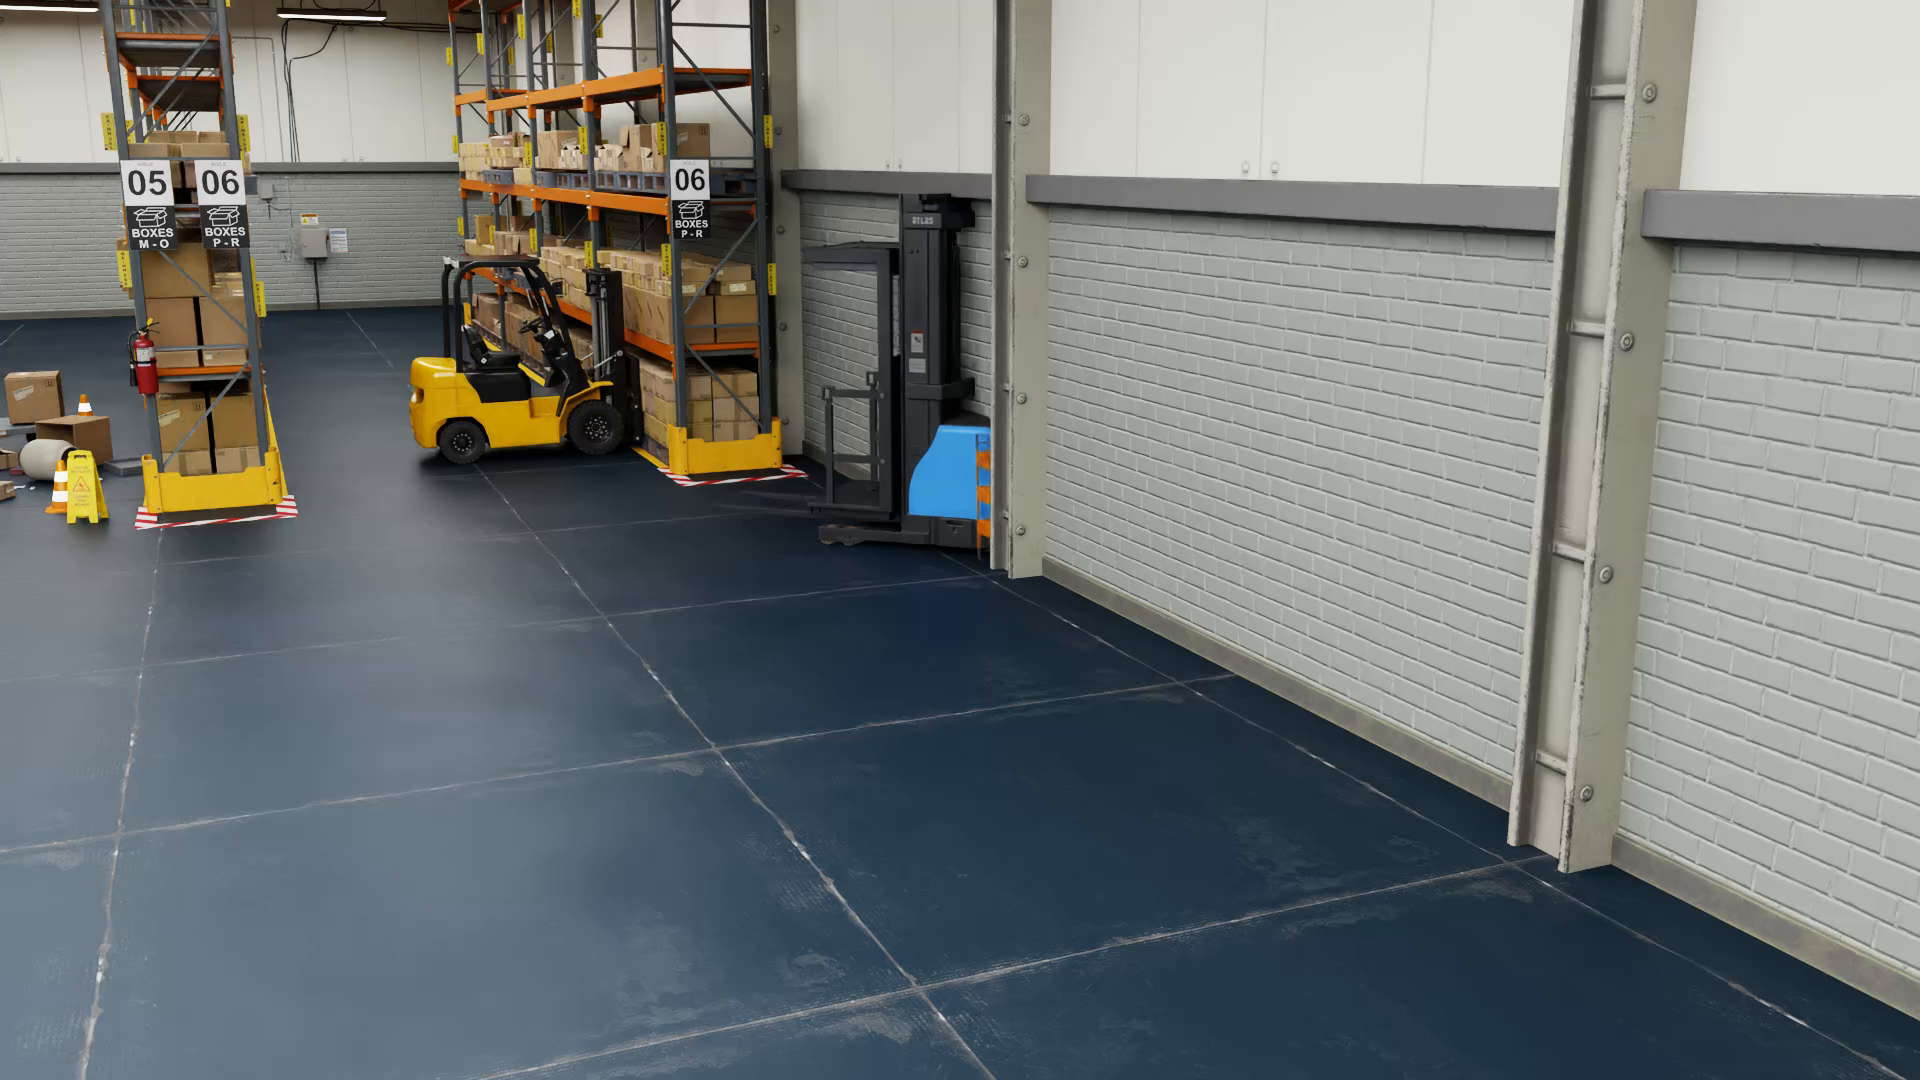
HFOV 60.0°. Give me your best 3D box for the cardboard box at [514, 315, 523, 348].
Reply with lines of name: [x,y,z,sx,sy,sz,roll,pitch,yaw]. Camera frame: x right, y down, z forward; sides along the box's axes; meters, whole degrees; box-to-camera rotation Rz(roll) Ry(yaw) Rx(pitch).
cardboard box: [-6.890,-3.359,26.843,0.500,0.500,0.500,-6,14,-25]

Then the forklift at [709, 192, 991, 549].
forklift: [-0.688,-1.481,14.270,3.031,2.935,1.130,4,14,18]

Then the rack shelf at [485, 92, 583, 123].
rack shelf: [-6.495,-6.669,25.711,1.077,0.370,4.000,-6,14,-23]

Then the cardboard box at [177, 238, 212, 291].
cardboard box: [-7.636,-2.649,16.062,0.700,0.500,0.500,-5,14,-22]

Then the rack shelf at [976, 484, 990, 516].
rack shelf: [0.280,-0.316,13.447,0.215,0.259,0.240,-7,15,-23]

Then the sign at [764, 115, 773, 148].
sign: [-1.978,-4.201,17.100,0.100,0.325,0.005,-6,14,-23]

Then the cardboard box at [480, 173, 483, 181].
cardboard box: [-8.186,-6.359,29.099,0.380,0.149,0.250,-5,14,-22]

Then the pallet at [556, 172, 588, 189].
pallet: [-4.889,-4.885,22.591,1.003,0.211,1.213,-5,14,-20]

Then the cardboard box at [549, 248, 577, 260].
cardboard box: [-5.601,-4.045,23.535,0.380,0.149,0.250,-5,14,-21]

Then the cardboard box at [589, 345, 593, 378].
cardboard box: [-4.311,-2.207,21.587,0.875,0.625,0.625,-5,14,-20]

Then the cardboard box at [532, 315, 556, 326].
cardboard box: [-6.261,-3.314,25.211,0.380,0.149,0.250,-6,15,-26]

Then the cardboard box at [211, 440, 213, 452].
cardboard box: [-8.021,-1.000,17.204,0.500,0.250,0.500,-6,14,-25]

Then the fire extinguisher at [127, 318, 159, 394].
fire extinguisher: [-7.412,-1.674,15.121,0.296,0.674,0.183,-6,14,-23]

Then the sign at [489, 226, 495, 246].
sign: [-7.790,-5.076,27.731,0.100,0.325,0.005,-6,14,-23]

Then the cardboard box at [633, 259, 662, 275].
cardboard box: [-3.429,-3.045,18.555,0.380,0.149,0.250,-5,14,-22]

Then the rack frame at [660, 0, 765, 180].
rack frame: [-2.489,-5.149,16.659,1.000,3.000,0.127,-6,14,-23]

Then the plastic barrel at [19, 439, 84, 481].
plastic barrel: [-9.250,-0.812,16.938,0.512,0.421,0.421,4,14,16]

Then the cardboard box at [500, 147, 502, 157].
cardboard box: [-6.999,-6.081,26.084,0.380,0.149,0.250,-6,14,-23]

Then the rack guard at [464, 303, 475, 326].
rack guard: [-8.868,-4.298,31.832,1.175,0.500,0.348,-6,14,-23]

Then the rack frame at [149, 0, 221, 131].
rack frame: [-13.445,-8.005,29.001,1.000,3.000,0.127,-6,14,-23]

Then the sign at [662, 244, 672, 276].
sign: [-2.992,-2.859,16.978,0.100,0.325,0.005,-6,14,-23]

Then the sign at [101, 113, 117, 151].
sign: [-7.552,-3.624,14.758,0.100,0.325,0.005,-6,14,-23]

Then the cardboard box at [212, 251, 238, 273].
cardboard box: [-8.563,-3.124,19.403,0.500,0.500,0.500,-5,14,-22]

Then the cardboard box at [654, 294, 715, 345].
cardboard box: [-2.927,-2.353,17.660,0.500,0.500,0.500,-6,14,-24]

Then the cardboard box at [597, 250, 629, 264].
cardboard box: [-4.235,-3.469,20.387,0.380,0.149,0.250,-5,14,-22]

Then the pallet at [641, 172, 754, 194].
pallet: [-2.748,-3.793,17.648,1.003,0.211,1.213,-6,14,-23]

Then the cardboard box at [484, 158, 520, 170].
cardboard box: [-7.719,-6.315,28.025,0.500,0.250,0.500,-6,14,-23]

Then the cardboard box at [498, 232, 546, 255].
cardboard box: [-7.100,-4.731,27.007,0.700,0.500,0.500,-5,14,-22]

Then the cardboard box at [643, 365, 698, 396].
cardboard box: [-3.169,-1.750,18.228,0.500,0.250,0.500,-5,14,-22]

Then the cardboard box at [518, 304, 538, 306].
cardboard box: [-6.979,-3.752,27.103,0.380,0.149,0.250,-6,14,-24]

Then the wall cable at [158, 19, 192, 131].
wall cable: [-15.981,-9.155,33.968,0.463,3.000,0.029,-6,14,-23]

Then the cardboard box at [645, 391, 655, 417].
cardboard box: [-3.161,-1.511,18.306,0.500,0.250,0.500,-6,14,-24]

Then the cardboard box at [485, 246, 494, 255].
cardboard box: [-7.938,-4.962,28.831,0.500,0.250,0.500,-6,14,-23]

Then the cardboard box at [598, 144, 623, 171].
cardboard box: [-3.981,-4.530,19.681,0.500,0.311,0.500,-5,14,-22]

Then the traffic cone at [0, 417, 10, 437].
traffic cone: [-11.450,-1.467,19.680,0.336,0.463,0.334,-6,14,-23]

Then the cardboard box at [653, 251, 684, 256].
cardboard box: [-3.506,-3.414,20.149,0.380,0.149,0.250,-6,14,-23]

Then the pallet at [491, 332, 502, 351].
pallet: [-7.570,-3.488,28.975,1.003,0.211,1.213,-6,14,-23]

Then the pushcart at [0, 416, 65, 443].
pushcart: [-10.707,-1.109,18.326,1.648,0.377,0.936,-12,18,-42]

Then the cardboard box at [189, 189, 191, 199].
cardboard box: [-7.806,-3.629,17.304,0.380,0.149,0.250,-5,14,-22]

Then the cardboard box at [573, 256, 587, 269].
cardboard box: [-4.828,-3.617,21.685,0.380,0.149,0.250,-6,14,-25]

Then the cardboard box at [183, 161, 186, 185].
cardboard box: [-7.415,-3.647,16.497,0.500,0.250,0.500,-5,14,-21]

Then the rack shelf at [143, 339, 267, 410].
rack shelf: [-7.837,-1.840,17.261,1.077,0.370,4.000,-6,14,-23]

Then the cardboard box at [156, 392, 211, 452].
cardboard box: [-7.595,-1.149,16.186,0.500,0.500,0.500,-6,14,-23]

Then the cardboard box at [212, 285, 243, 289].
cardboard box: [-7.387,-2.305,16.796,0.500,0.500,0.500,-6,14,-24]

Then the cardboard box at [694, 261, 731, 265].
cardboard box: [-2.706,-2.987,18.304,0.380,0.149,0.250,-6,14,-23]

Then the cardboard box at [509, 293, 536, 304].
cardboard box: [-7.248,-4.005,27.537,0.380,0.149,0.250,-6,14,-26]

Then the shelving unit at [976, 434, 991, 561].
shelving unit: [0.280,-0.326,13.444,0.215,1.050,0.252,-7,15,-23]

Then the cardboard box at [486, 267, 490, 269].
cardboard box: [-8.114,-4.836,29.170,0.380,0.149,0.250,-6,14,-24]

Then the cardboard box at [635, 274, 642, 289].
cardboard box: [-3.421,-2.900,18.586,0.380,0.149,0.250,-6,14,-23]

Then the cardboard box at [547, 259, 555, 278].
cardboard box: [-5.540,-3.832,23.498,0.500,0.250,0.500,-5,14,-21]

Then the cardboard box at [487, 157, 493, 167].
cardboard box: [-7.469,-6.143,27.012,0.380,0.149,0.250,-5,14,-22]

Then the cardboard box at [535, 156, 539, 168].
cardboard box: [-5.832,-5.380,23.676,0.380,0.166,0.250,-6,14,-23]

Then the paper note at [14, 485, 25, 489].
paper note: [-9.441,-0.529,16.614,0.148,0.019,0.142,-1,13,-4]

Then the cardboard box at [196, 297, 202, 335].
cardboard box: [-8.085,-2.372,17.083,0.500,0.500,0.500,-5,14,-22]

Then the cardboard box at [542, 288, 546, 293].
cardboard box: [-5.740,-3.692,24.002,0.500,0.250,0.500,-6,14,-23]

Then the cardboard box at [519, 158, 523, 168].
cardboard box: [-6.548,-5.781,25.491,0.380,0.149,0.250,-5,14,-21]
